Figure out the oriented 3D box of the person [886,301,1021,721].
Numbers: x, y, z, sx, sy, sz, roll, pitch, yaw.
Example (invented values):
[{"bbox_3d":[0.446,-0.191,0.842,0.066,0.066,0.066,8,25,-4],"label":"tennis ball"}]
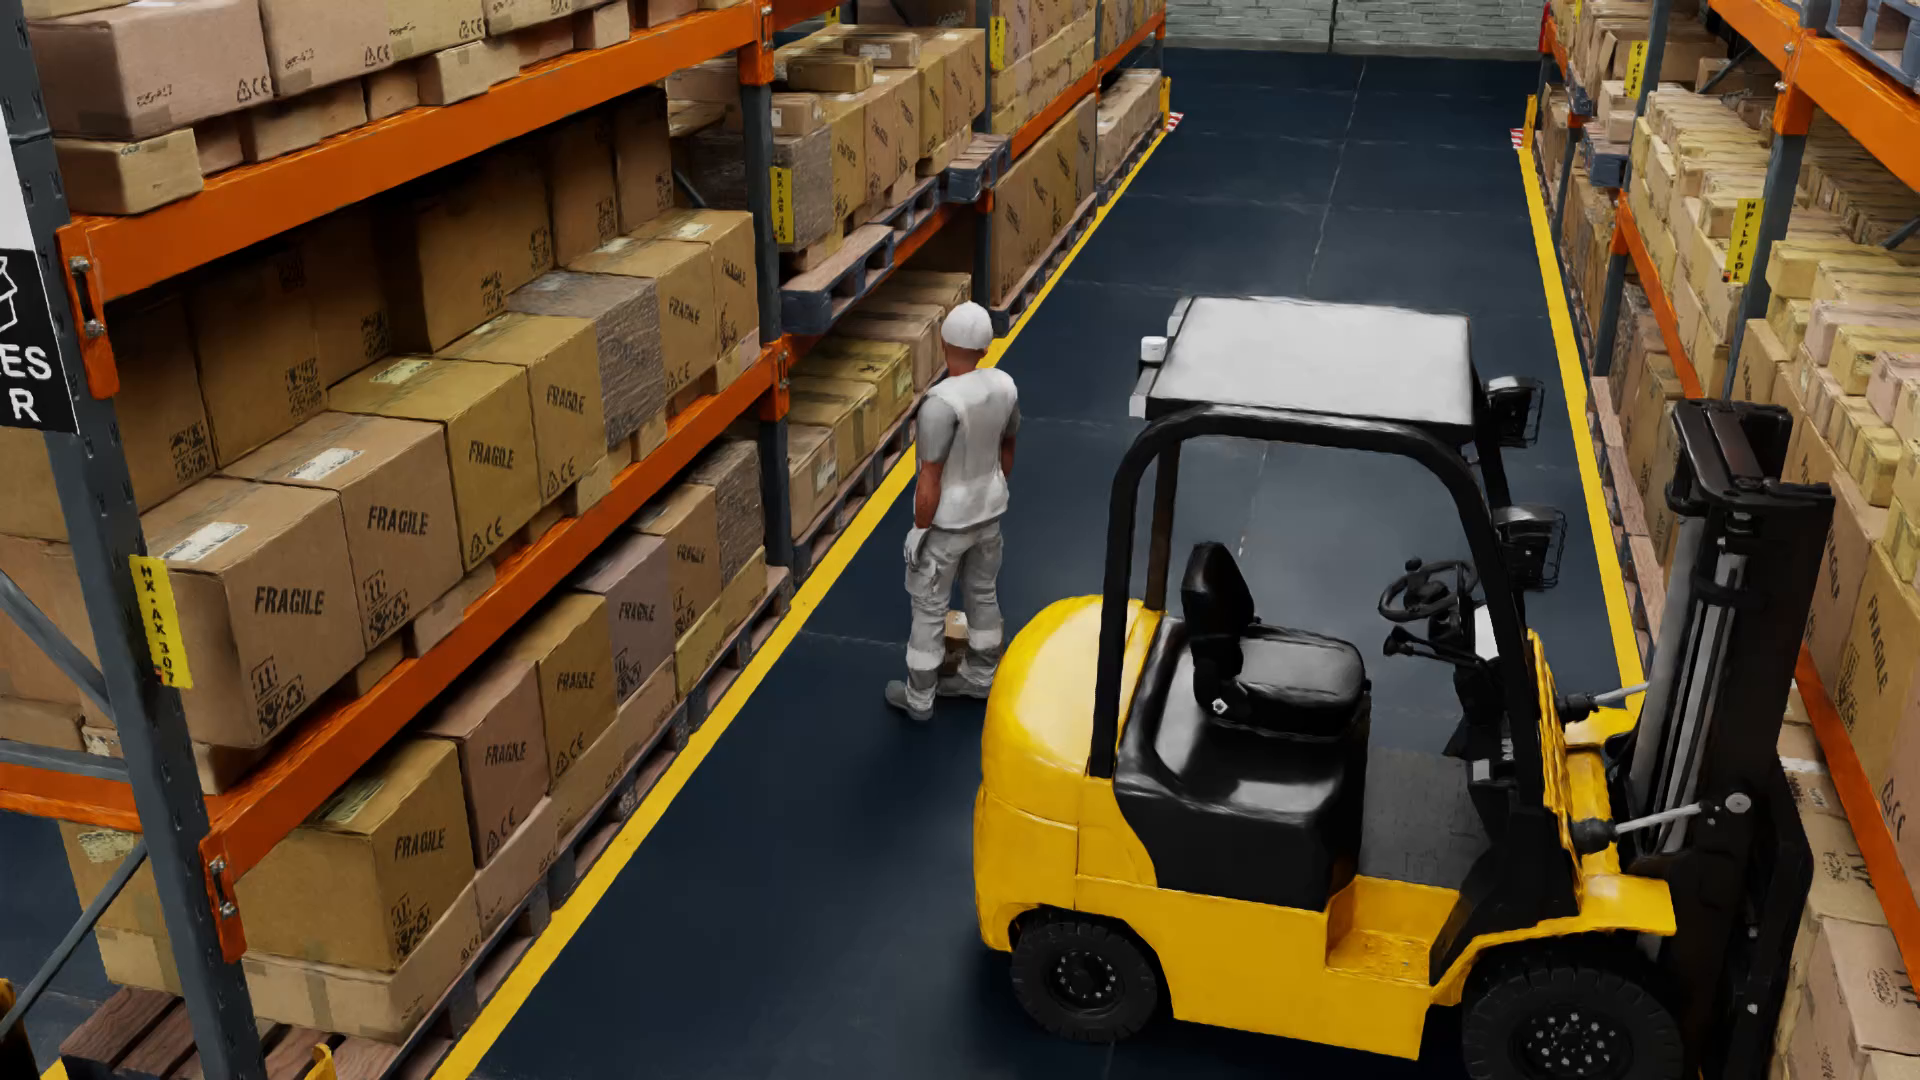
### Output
[{"bbox_3d":[-0.051,-0.117,6.791,0.594,1.790,0.476,-21,32,-38],"label":"person"}]
